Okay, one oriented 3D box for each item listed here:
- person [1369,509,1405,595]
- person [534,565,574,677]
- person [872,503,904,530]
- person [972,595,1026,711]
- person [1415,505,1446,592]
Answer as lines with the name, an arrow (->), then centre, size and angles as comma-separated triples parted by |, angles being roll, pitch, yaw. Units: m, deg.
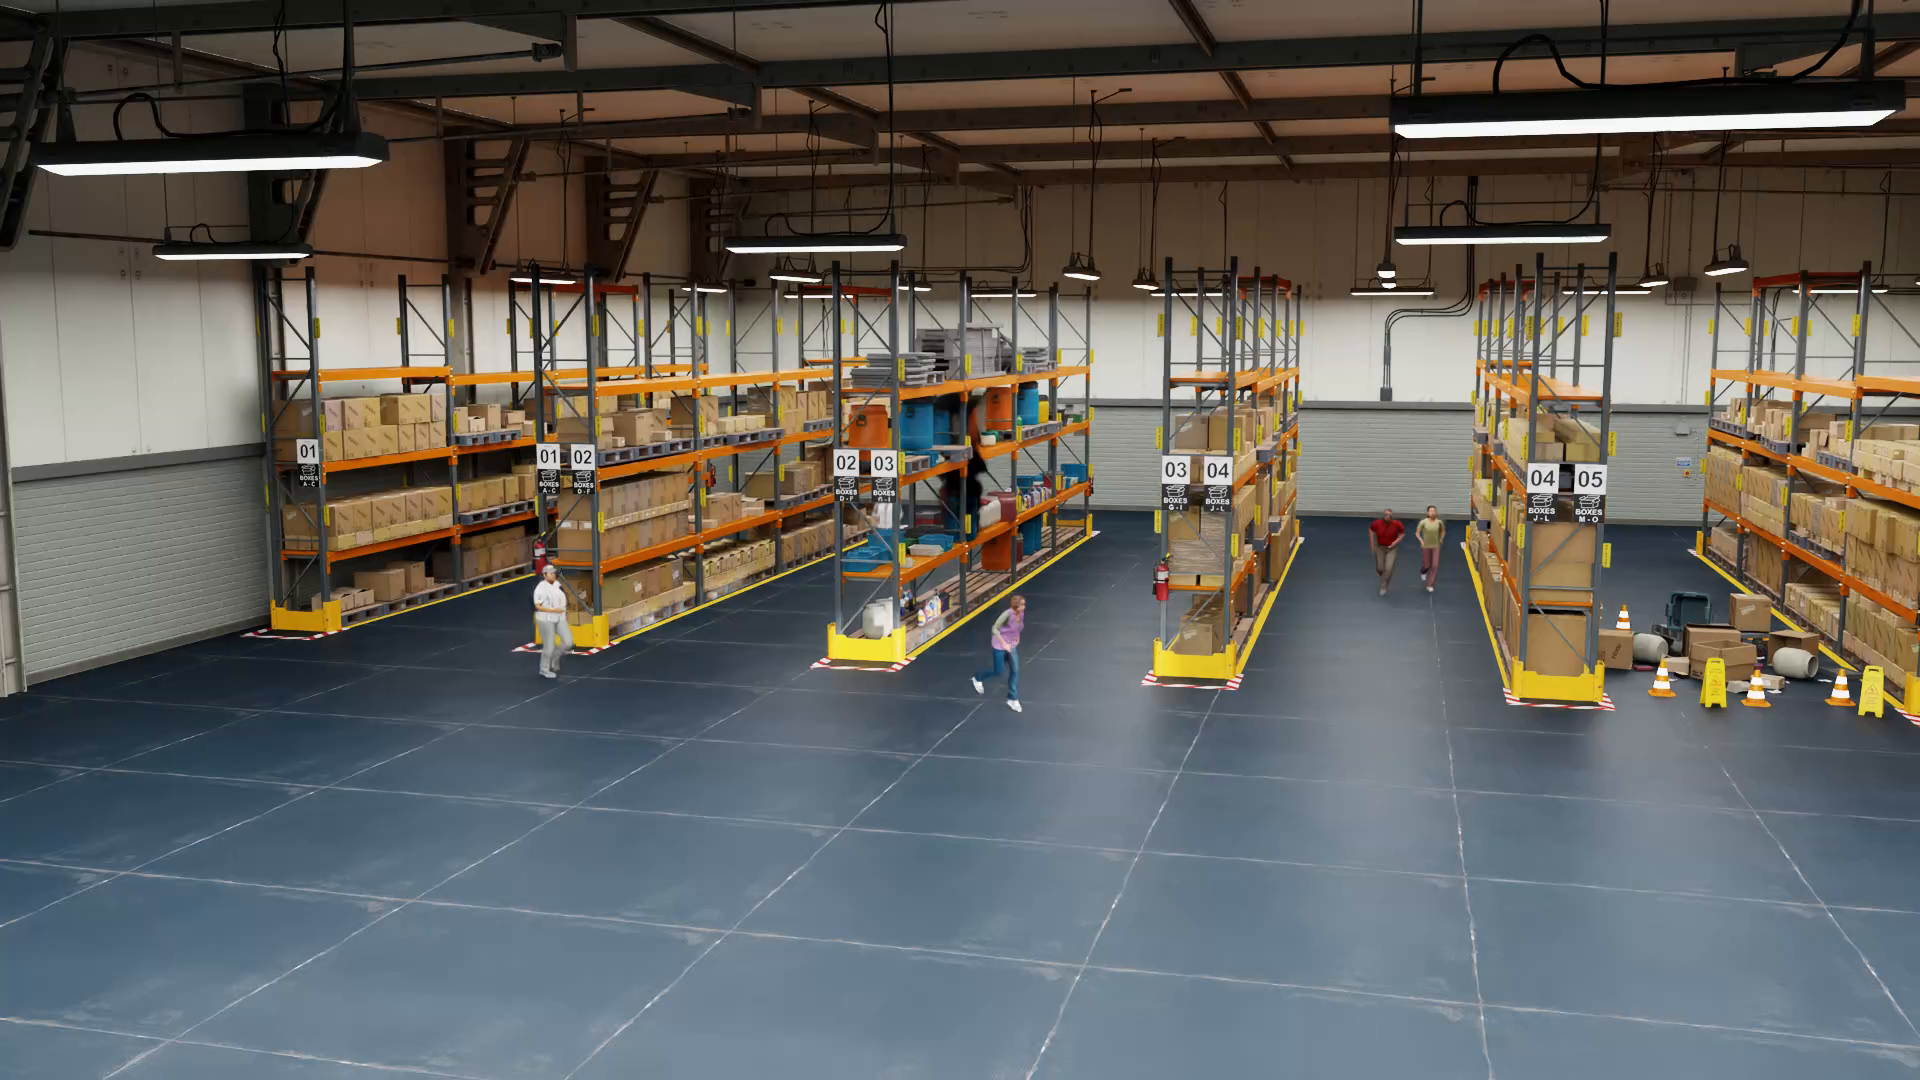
person -> 8.079, 0.213, 31.526 | 0.658, 1.663, 0.766 | 2, 7, 12
person -> -5.833, 1.165, 23.921 | 0.577, 1.629, 0.592 | 5, 9, 37
person -> -1.519, -0.262, 34.773 | 0.669, 1.733, 0.760 | 1, 7, 7
person -> 0.524, 1.460, 22.179 | 0.899, 1.549, 0.560 | 6, 9, 39
person -> 9.053, 0.148, 31.978 | 0.581, 1.639, 0.722 | 1, 7, 5
